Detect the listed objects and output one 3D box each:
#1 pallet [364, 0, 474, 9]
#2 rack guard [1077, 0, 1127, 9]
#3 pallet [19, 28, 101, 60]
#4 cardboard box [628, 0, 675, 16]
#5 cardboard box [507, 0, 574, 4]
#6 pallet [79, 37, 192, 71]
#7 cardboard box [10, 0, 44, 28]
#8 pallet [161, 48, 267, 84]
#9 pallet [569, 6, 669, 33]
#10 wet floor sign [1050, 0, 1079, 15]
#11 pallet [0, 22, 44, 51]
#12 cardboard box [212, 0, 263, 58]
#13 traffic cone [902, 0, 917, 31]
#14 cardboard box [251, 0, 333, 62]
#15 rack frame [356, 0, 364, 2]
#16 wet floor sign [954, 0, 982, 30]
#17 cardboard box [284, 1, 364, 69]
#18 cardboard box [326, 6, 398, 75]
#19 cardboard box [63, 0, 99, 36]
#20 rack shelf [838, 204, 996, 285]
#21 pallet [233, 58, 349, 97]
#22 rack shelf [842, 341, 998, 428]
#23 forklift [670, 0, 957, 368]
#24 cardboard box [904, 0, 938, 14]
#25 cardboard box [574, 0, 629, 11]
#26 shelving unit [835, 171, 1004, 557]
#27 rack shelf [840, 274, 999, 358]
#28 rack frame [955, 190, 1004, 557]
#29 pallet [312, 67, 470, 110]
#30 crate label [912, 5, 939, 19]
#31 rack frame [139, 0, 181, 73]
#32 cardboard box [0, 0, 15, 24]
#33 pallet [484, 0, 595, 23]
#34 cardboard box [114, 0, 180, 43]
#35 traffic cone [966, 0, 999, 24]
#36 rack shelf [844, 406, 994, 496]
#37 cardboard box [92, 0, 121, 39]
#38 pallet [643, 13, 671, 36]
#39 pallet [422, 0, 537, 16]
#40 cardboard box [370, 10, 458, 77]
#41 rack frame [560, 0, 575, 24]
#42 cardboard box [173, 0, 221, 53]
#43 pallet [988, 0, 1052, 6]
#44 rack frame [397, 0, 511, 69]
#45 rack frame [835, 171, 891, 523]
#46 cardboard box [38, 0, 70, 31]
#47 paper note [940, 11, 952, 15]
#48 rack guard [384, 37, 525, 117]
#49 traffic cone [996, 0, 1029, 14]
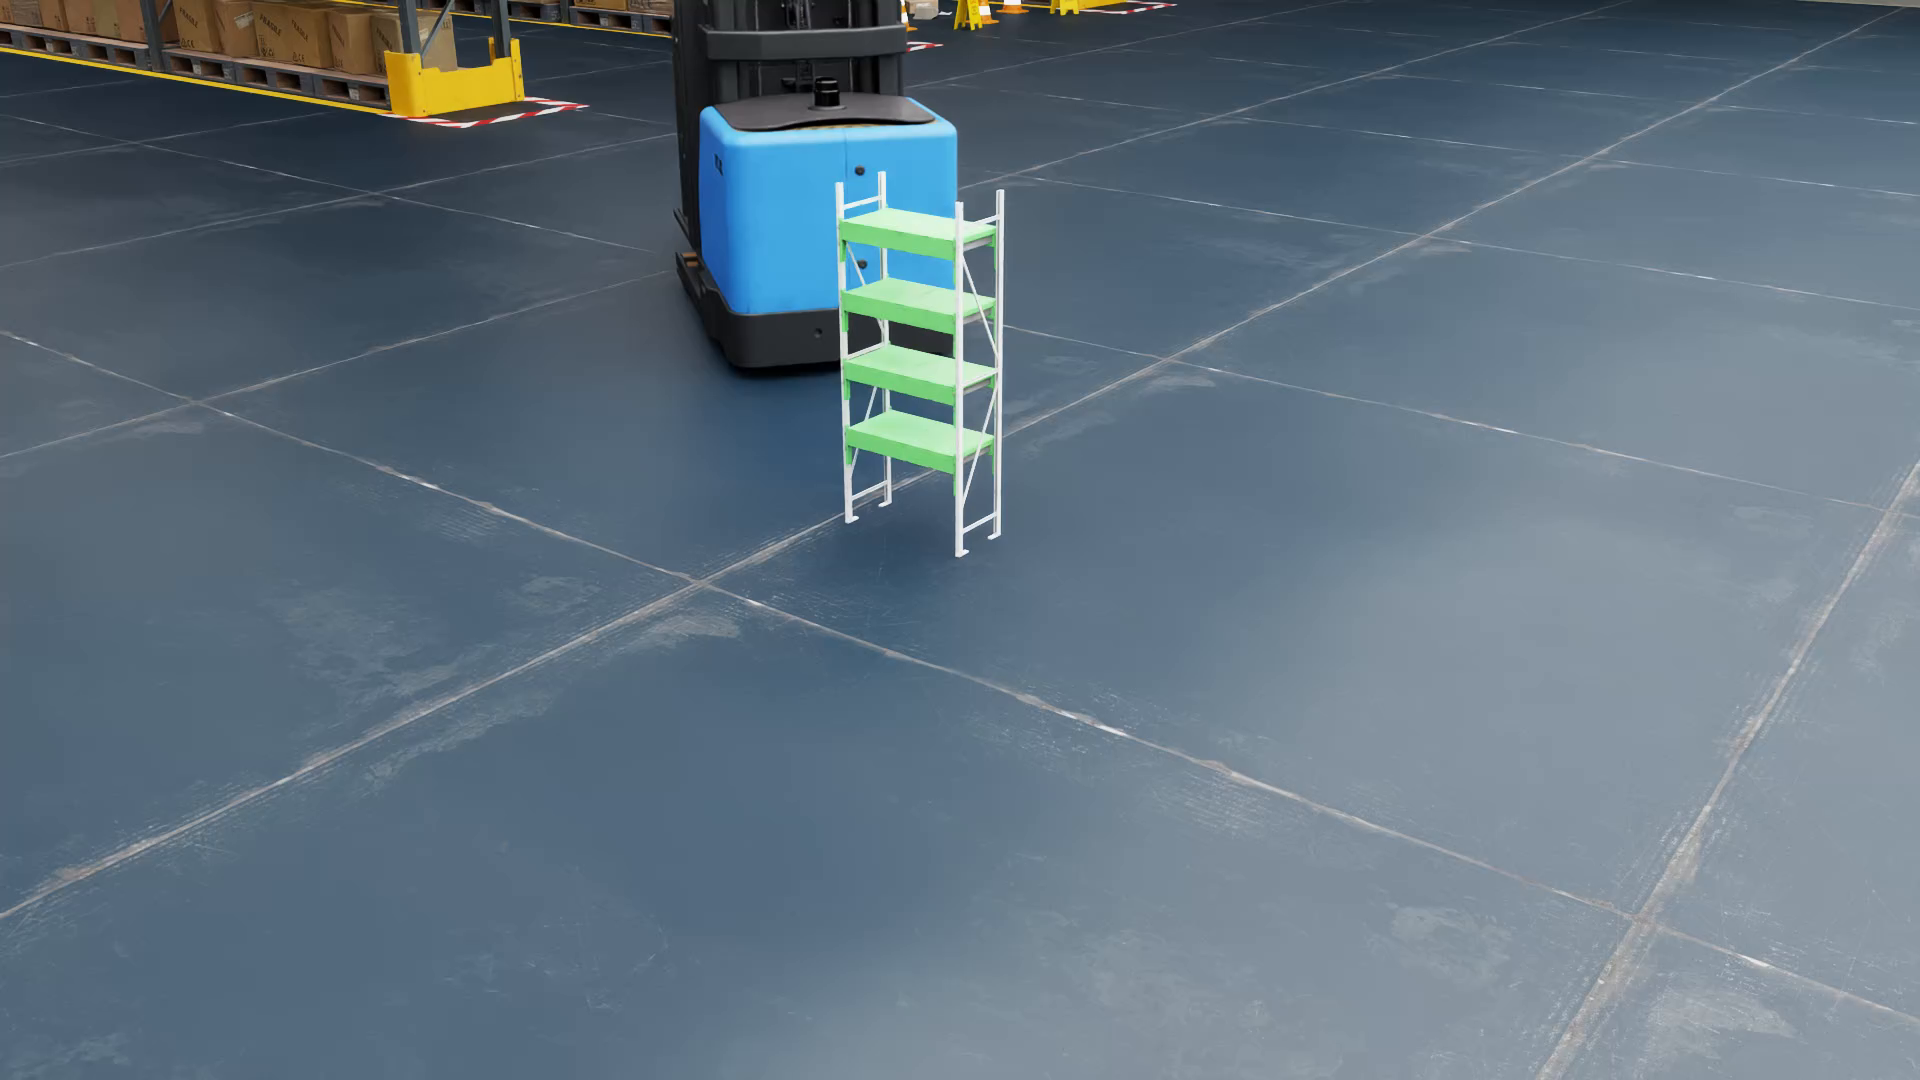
[{"bbox_3d":[-6.934,-7.047,21.483,1.213,0.211,1.003,17,29,33],"label":"pallet"},{"bbox_3d":[1.709,-7.100,21.244,0.348,0.500,1.175,17,29,33],"label":"rack guard"},{"bbox_3d":[-8.979,-5.202,17.294,1.213,0.211,1.003,17,29,33],"label":"pallet"},{"bbox_3d":[-3.134,-6.400,18.669,0.875,0.875,0.875,17,29,34],"label":"cardboard box"},{"bbox_3d":[-4.870,-6.855,19.857,0.750,0.750,1.050,17,29,33],"label":"cardboard box"},{"bbox_3d":[-7.998,-4.907,16.625,1.213,0.211,1.003,17,29,33],"label":"pallet"},{"bbox_3d":[-9.576,-5.734,17.599,0.500,0.500,0.700,14,27,29],"label":"cardboard box"},{"bbox_3d":[-6.816,-4.568,15.856,1.213,0.211,1.003,17,29,33],"label":"pallet"},{"bbox_3d":[-3.757,-6.086,19.301,1.213,0.211,1.003,17,29,33],"label":"pallet"},{"bbox_3d":[1.280,-6.757,20.285,0.267,0.644,0.232,-15,28,-30],"label":"wet floor sign"},{"bbox_3d":[-9.951,-5.497,17.964,1.213,0.211,1.003,17,29,33],"label":"pallet"},{"bbox_3d":[-6.616,-4.798,15.498,0.500,0.500,0.500,-16,28,-31],"label":"cardboard box"},{"bbox_3d":[-0.692,-6.029,18.861,0.334,0.463,0.336,17,29,33],"label":"traffic cone"},{"bbox_3d":[-6.072,-4.673,15.215,0.500,0.500,0.500,14,27,29],"label":"cardboard box"},{"bbox_3d":[-7.520,-8.538,21.408,0.127,3.000,1.000,17,29,33],"label":"rack frame"},{"bbox_3d":[0.092,-6.158,18.927,0.232,0.644,0.267,12,26,24],"label":"wet floor sign"},{"bbox_3d":[-5.652,-4.524,14.876,0.500,0.500,0.500,20,31,38],"label":"cardboard box"},{"bbox_3d":[-5.162,-4.366,14.519,0.500,0.500,0.500,-17,29,-34],"label":"cardboard box"},{"bbox_3d":[-8.671,-5.465,16.987,0.500,0.500,0.700,14,27,29],"label":"cardboard box"},{"bbox_3d":[-0.132,-0.970,5.431,0.480,0.148,0.258,17,29,33],"label":"rack shelf"},{"bbox_3d":[-5.836,-4.273,15.187,1.213,0.211,1.003,17,29,33],"label":"pallet"},{"bbox_3d":[-0.132,-0.531,5.625,0.480,0.148,0.258,17,29,33],"label":"rack shelf"},{"bbox_3d":[-0.883,-2.664,8.161,1.130,2.935,3.031,-6,25,-14],"label":"forklift"},{"bbox_3d":[-0.490,-6.586,20.513,0.380,0.149,0.250,-10,26,-21],"label":"cardboard box"},{"bbox_3d":[-3.858,-6.616,19.160,0.875,0.875,0.875,17,29,34],"label":"cardboard box"},{"bbox_3d":[-0.132,-0.589,5.599,0.503,1.200,0.258,17,29,33],"label":"shelving unit"},{"bbox_3d":[-0.132,-0.750,5.528,0.480,0.148,0.258,17,29,33],"label":"rack shelf"},{"bbox_3d":[0.063,-0.530,5.465,0.015,1.200,0.240,17,29,33],"label":"rack frame"},{"bbox_3d":[-4.864,-3.978,14.517,1.213,0.211,1.003,17,29,33],"label":"pallet"},{"bbox_3d":[-0.408,-6.333,19.953,0.298,0.136,0.250,3,24,6],"label":"crate label"},{"bbox_3d":[-7.375,-5.995,15.637,0.127,3.000,1.000,17,29,33],"label":"rack frame"},{"bbox_3d":[-10.027,-5.864,17.894,0.500,0.500,0.700,15,28,31],"label":"cardboard box"},{"bbox_3d":[-4.982,-6.457,20.144,1.213,0.211,1.003,17,29,33],"label":"pallet"},{"bbox_3d":[-7.853,-5.208,16.405,0.500,0.500,0.700,14,28,29],"label":"cardboard box"},{"bbox_3d":[0.258,-6.312,19.501,0.334,0.463,0.336,17,29,33],"label":"traffic cone"},{"bbox_3d":[-0.132,-0.311,5.721,0.480,0.148,0.258,17,29,33],"label":"rack shelf"},{"bbox_3d":[-8.223,-5.330,16.680,0.500,0.500,0.700,17,29,33],"label":"cardboard box"},{"bbox_3d":[-2.777,-5.791,18.632,1.213,0.211,1.003,17,29,33],"label":"pallet"},{"bbox_3d":[-5.962,-6.752,20.813,1.213,0.211,1.003,17,29,33],"label":"pallet"},{"bbox_3d":[-4.663,-4.233,14.216,0.500,0.500,0.500,-20,31,-38],"label":"cardboard box"},{"bbox_3d":[-4.319,-7.571,19.213,0.127,3.000,1.000,17,29,33],"label":"rack frame"},{"bbox_3d":[-7.079,-4.934,15.807,0.500,0.500,0.500,16,28,32],"label":"cardboard box"},{"bbox_3d":[1.080,-7.175,21.774,1.213,0.211,1.003,17,29,33],"label":"pallet"},{"bbox_3d":[-4.174,-5.028,13.441,0.127,3.000,1.000,17,29,33],"label":"rack frame"},{"bbox_3d":[-0.328,-0.648,5.733,0.015,1.200,0.240,17,29,33],"label":"rack frame"},{"bbox_3d":[-9.118,-5.599,17.293,0.500,0.500,0.700,20,31,38],"label":"cardboard box"},{"bbox_3d":[-0.181,-6.453,20.358,0.142,0.019,0.148,7,25,15],"label":"paper note"},{"bbox_3d":[-4.235,-3.902,13.987,0.348,0.500,1.175,17,29,33],"label":"rack guard"},{"bbox_3d":[0.652,-6.752,20.501,0.334,0.463,0.336,17,29,33],"label":"traffic cone"}]
